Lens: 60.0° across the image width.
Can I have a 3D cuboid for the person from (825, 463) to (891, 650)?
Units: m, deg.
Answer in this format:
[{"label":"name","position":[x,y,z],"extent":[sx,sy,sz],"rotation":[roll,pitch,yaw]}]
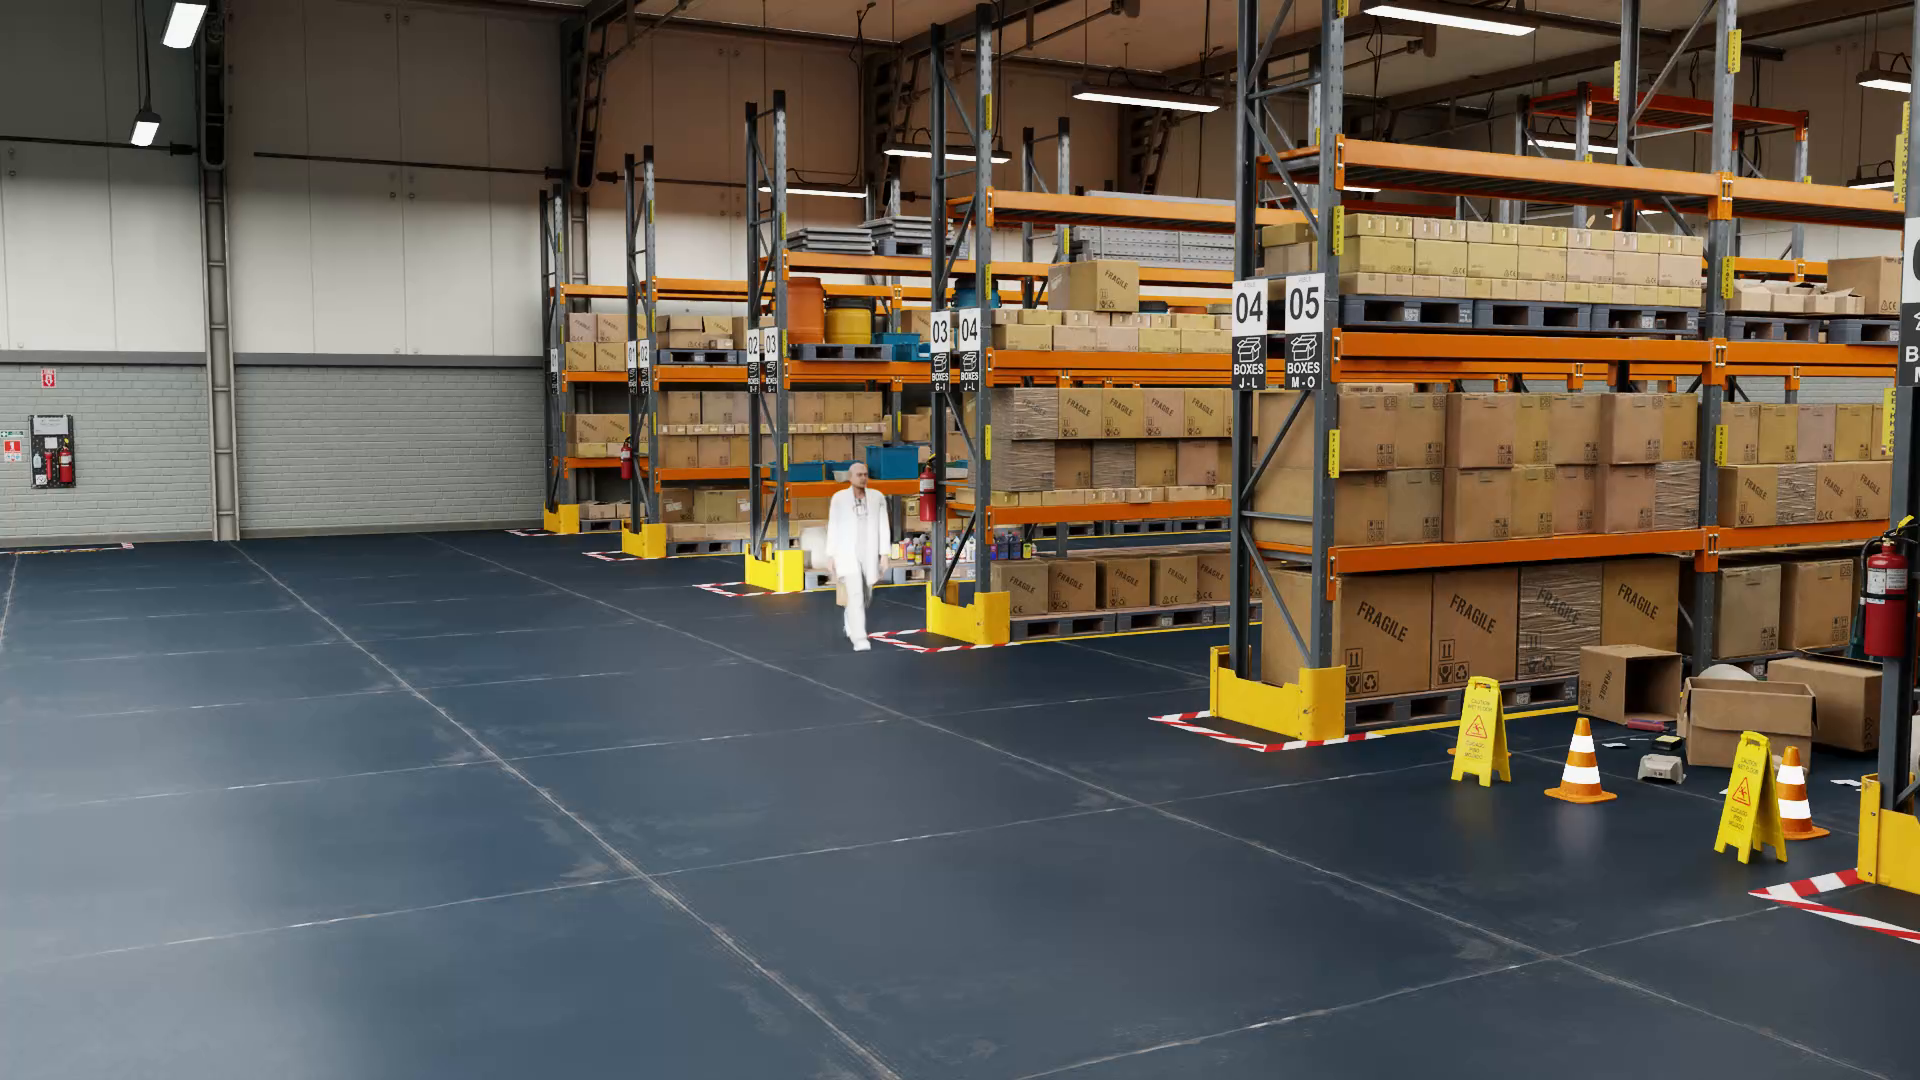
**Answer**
[{"label":"person","position":[-0.958,0.137,15.698],"extent":[0.600,1.740,1.081],"rotation":[-2,5,-22]}]
